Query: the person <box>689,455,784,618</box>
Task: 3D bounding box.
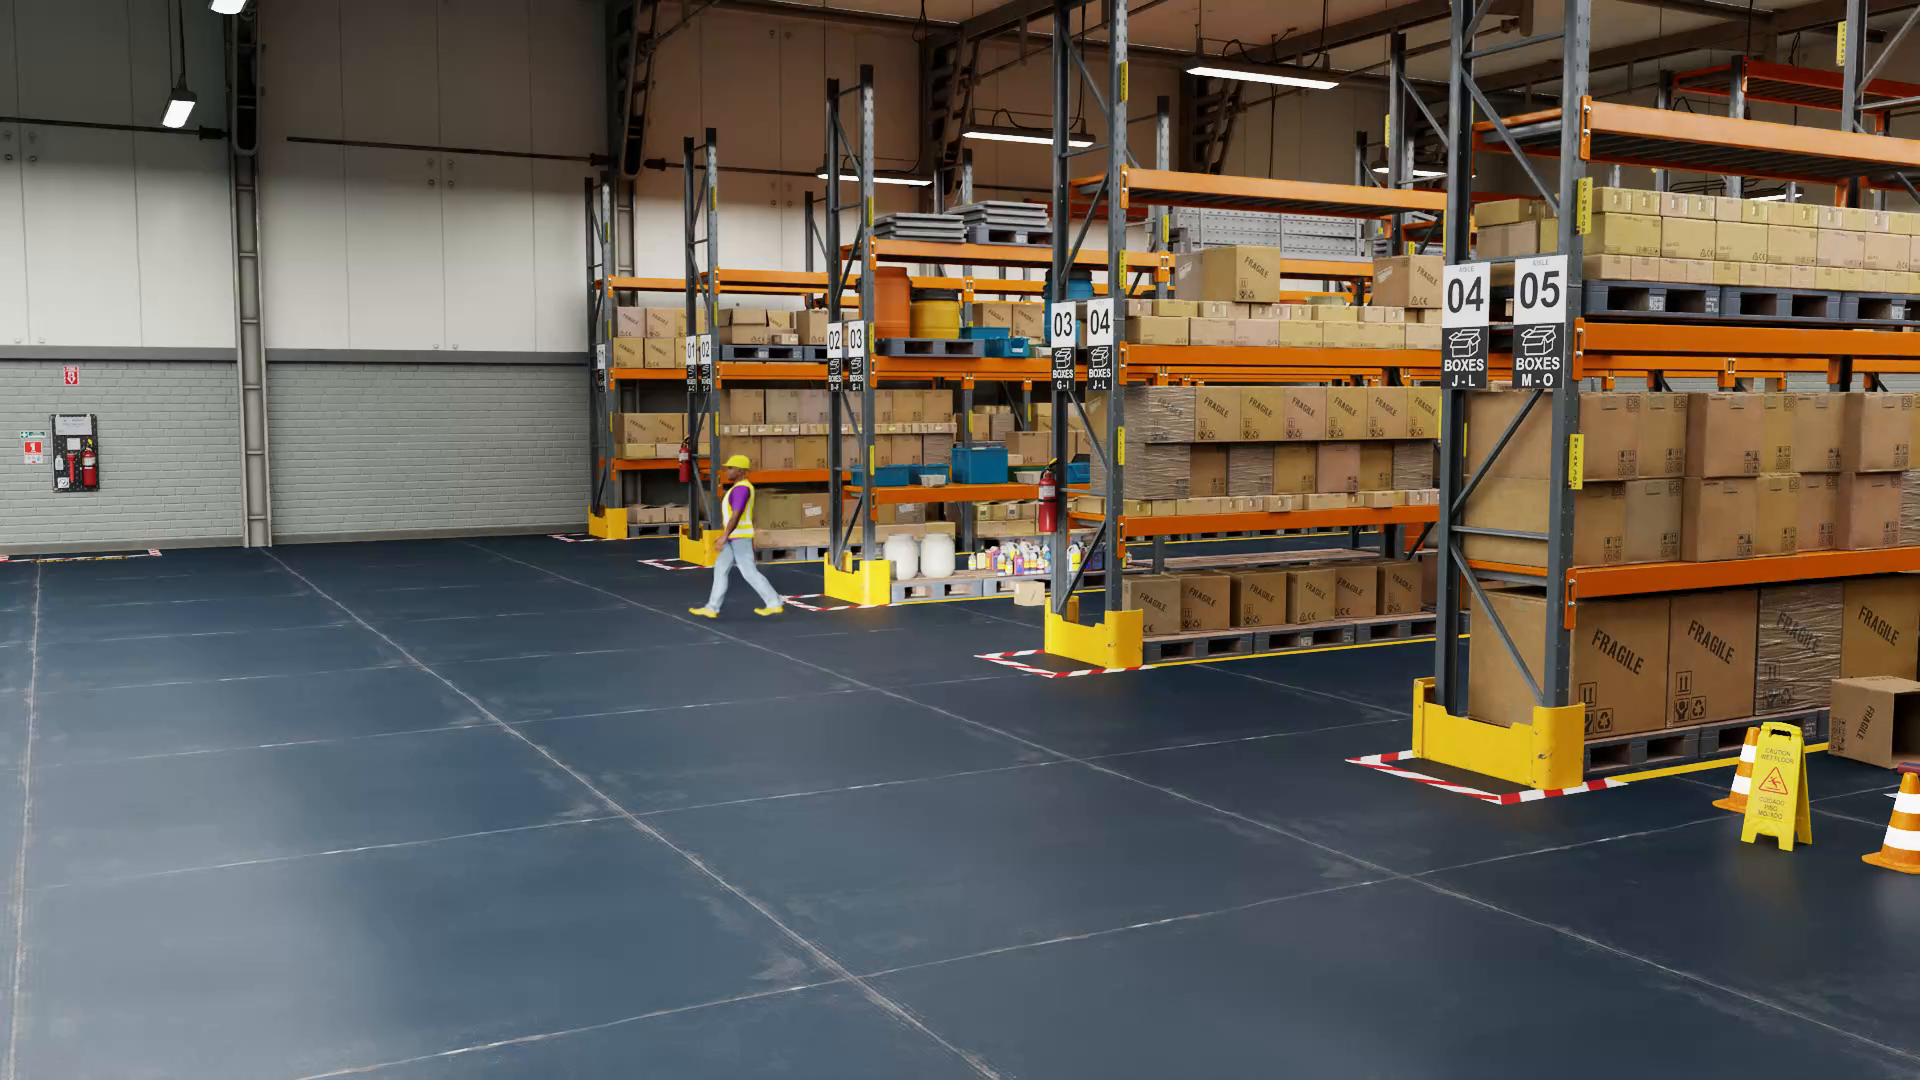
[{"bbox_3d":[-2.365,-0.028,17.503,0.996,1.733,0.588,-1,5,-8],"label":"person"}]
